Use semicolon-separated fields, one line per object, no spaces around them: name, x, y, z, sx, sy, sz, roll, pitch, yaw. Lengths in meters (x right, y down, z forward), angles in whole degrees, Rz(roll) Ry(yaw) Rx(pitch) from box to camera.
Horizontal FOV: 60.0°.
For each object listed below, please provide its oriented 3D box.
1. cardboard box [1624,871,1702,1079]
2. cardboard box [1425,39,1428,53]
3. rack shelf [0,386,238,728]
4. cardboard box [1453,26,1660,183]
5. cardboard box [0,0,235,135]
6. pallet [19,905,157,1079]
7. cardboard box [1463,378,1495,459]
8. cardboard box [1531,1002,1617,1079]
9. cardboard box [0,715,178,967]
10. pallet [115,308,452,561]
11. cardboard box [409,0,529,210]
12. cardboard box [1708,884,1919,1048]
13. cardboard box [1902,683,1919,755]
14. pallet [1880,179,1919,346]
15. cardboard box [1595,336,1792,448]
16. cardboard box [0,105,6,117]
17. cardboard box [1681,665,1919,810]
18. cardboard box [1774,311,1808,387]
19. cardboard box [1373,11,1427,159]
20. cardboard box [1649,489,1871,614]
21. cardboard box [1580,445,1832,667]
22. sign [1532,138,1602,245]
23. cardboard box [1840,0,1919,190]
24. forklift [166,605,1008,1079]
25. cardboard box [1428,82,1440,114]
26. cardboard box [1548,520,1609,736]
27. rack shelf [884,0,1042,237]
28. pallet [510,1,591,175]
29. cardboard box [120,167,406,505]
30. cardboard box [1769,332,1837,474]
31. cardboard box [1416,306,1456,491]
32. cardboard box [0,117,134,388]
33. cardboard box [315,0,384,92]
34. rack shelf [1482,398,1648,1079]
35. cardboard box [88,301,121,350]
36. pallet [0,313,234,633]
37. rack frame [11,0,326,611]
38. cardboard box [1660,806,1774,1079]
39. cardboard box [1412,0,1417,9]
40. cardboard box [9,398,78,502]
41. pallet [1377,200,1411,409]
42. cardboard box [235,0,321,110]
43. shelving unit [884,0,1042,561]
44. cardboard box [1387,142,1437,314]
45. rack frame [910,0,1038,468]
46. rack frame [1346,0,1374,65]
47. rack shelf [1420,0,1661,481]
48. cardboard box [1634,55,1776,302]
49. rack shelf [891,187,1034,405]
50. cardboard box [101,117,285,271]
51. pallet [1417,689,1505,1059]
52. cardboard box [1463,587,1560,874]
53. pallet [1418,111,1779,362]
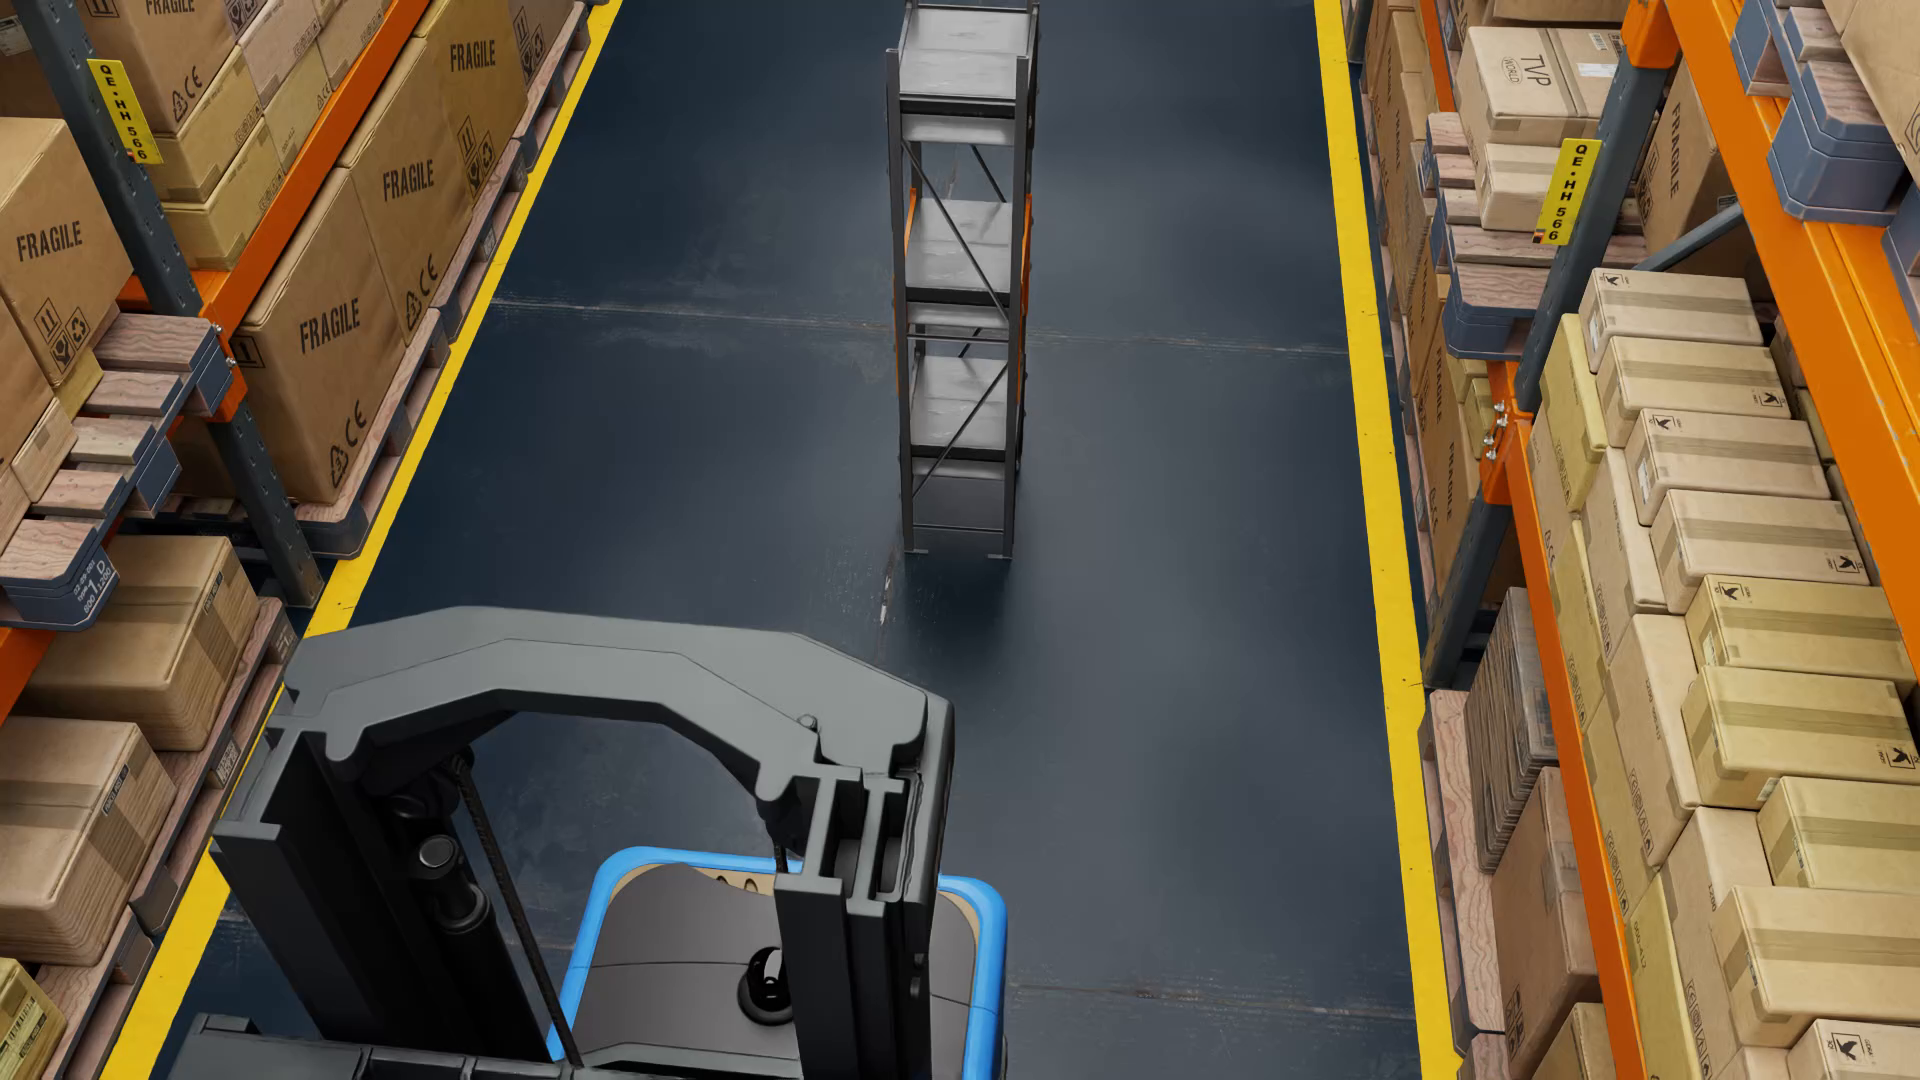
cardboard box;1.691;0.985;3.418;0.500;0.250;0.500;5;48;5
cardboard box;2.209;-2.115;7.121;0.380;0.149;0.250;3;48;3
rack shelf;-3.012;0.877;3.903;1.077;0.370;4.000;4;48;4
cardboard box;1.888;-1.393;5.308;0.500;0.250;0.500;2;48;2
cardboard box;-2.541;-1.553;4.892;0.500;0.500;0.500;2;48;2
pallet;-3.016;1.574;4.668;1.003;0.211;1.213;4;48;4
cardboard box;1.907;-0.401;5.554;0.380;0.149;0.250;2;48;2
cardboard box;1.931;1.588;4.089;0.875;0.625;0.625;2;48;2
cardboard box;-2.950;0.867;4.921;0.950;0.372;0.625;3;48;3
pallet;-2.682;-0.469;6.536;1.003;0.211;1.213;4;48;4
cardboard box;-2.516;-2.074;7.270;0.875;0.875;0.875;5;48;5
cardboard box;1.594;0.775;3.001;0.380;0.149;0.250;3;48;2
cardboard box;2.257;0.470;3.550;0.500;0.250;0.500;4;48;3
pallet;2.042;-0.126;2.428;1.003;0.211;1.213;6;48;5
cardboard box;1.769;-0.346;4.027;0.380;0.149;0.250;5;48;4
cardboard box;-3.043;-1.604;4.939;0.500;0.500;0.500;3;48;2
cardboard box;1.685;0.406;3.338;0.380;0.149;0.250;5;48;4
cardboard box;2.286;-0.504;4.171;0.380;0.149;0.250;5;48;5
cardboard box;2.172;-2.010;7.465;0.500;0.500;0.500;3;48;3
cardboard box;1.760;0.037;3.676;0.380;0.149;0.250;4;48;4
cardboard box;1.784;0.055;3.930;0.500;0.250;0.500;5;48;5
sign;1.573;-0.898;4.308;0.100;0.325;0.005;4;48;4
cardboard box;1.859;-0.833;2.526;0.700;0.500;0.500;3;48;3
forklift;-0.545;1.609;2.792;1.130;2.935;3.031;5;48;4
cardboard box;2.124;-1.751;6.789;0.380;0.149;0.250;5;48;5
cardboard box;1.780;0.225;4.113;0.500;0.250;0.500;3;48;3
rack shelf;0.015;-1.294;5.080;0.431;0.518;0.480;4;48;4
pallet;-2.460;-2.262;8.175;1.003;0.211;1.213;4;48;4
cardboard box;-2.684;-0.762;6.070;0.875;0.875;0.875;3;48;3
cardboard box;2.350;-0.274;4.231;0.500;0.250;0.500;5;48;4
cardboard box;1.995;-0.495;6.079;0.500;0.500;0.500;3;48;3
cardboard box;-2.594;-0.759;4.357;0.500;0.500;0.500;3;48;2
cardboard box;-2.451;-1.891;6.049;0.500;0.250;0.500;5;48;5
rack shelf;1.932;1.208;3.600;1.077;0.370;4.000;4;48;4
cardboard box;-2.625;-0.636;4.684;0.380;0.149;0.250;5;48;5
pallet;-2.788;-0.240;4.567;1.213;0.211;1.003;4;48;4
rack frame;-2.829;-0.835;4.981;1.000;3.000;0.127;4;48;4
cardboard box;1.696;0.815;3.234;0.500;0.250;0.500;4;48;4
cardboard box;2.233;-2.506;7.479;0.380;0.149;0.250;3;48;2
cardboard box;-2.556;-0.246;4.328;0.380;0.149;0.250;4;48;3
pallet;2.334;-1.003;7.025;1.003;0.211;1.213;4;48;4
cardboard box;-2.489;-1.689;5.525;0.500;0.250;0.500;5;48;4
shelving unit;0.015;-0.830;5.586;0.431;2.100;0.503;4;48;4
cardboard box;2.068;-1.262;6.781;0.500;0.500;0.500;2;48;2
rack frame;0.037;-1.010;5.750;0.400;2.100;0.015;4;48;4
rack frame;2.479;-3.444;7.367;1.000;3.000;0.127;4;48;4
rack shelf;2.296;-1.731;6.288;1.077;0.370;4.000;4;48;4
cardboard box;2.317;-1.048;4.823;0.500;0.500;0.500;6;48;5
rack shelf;0.015;-0.821;5.597;0.431;0.518;0.480;4;48;4
cardboard box;-2.534;-1.128;5.350;0.500;0.250;0.500;3;48;3
pallet;2.000;1.039;5.157;1.003;0.211;1.213;4;48;4
cardboard box;2.044;0.613;4.982;0.875;0.625;0.625;5;48;5
pallet;2.106;-0.942;5.209;1.213;0.211;1.003;4;48;4
